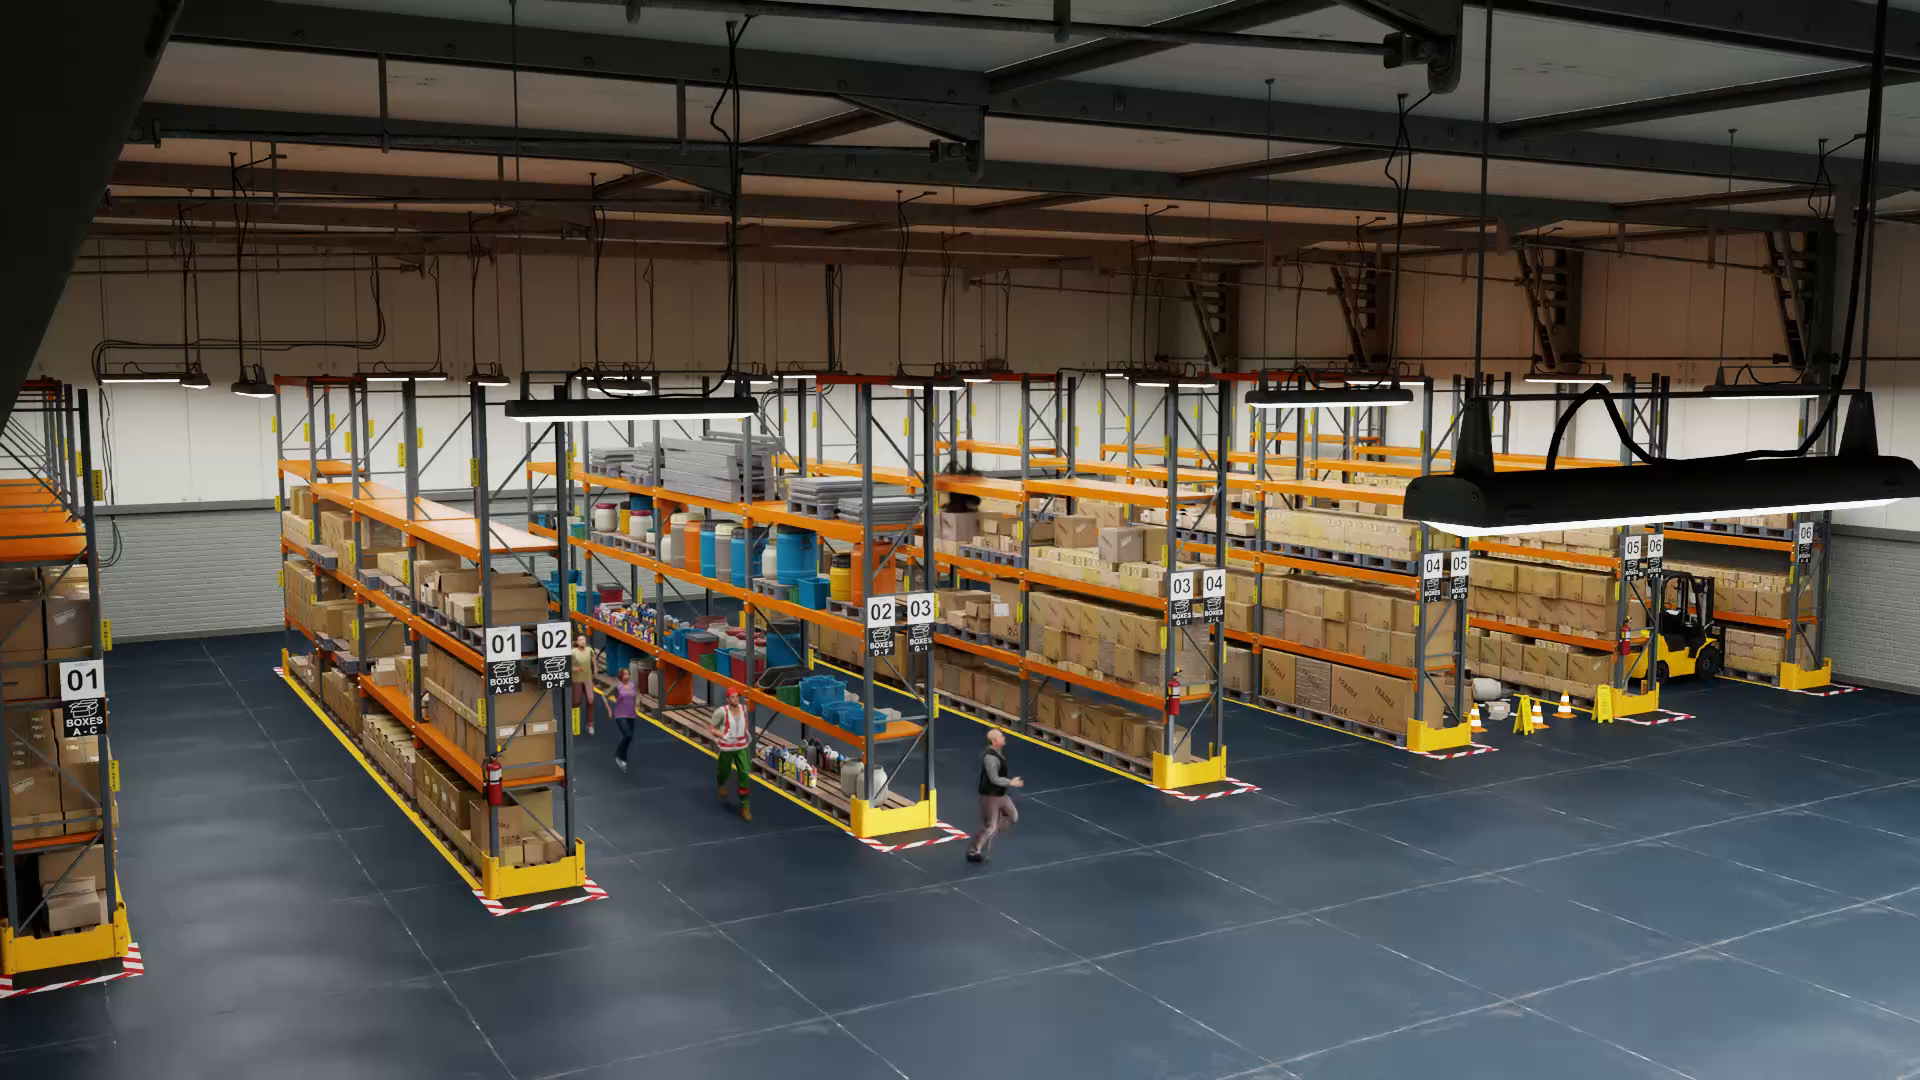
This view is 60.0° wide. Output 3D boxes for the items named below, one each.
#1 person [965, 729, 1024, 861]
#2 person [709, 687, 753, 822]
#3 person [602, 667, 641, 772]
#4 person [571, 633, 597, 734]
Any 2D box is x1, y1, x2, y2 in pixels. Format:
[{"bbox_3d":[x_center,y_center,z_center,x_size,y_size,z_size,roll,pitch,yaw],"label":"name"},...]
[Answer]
[{"bbox_3d":[0.447,3.200,20.969,0.742,1.678,0.686,1,6,9],"label":"person"},{"bbox_3d":[-3.164,2.926,23.076,0.622,1.796,0.998,-3,7,-22],"label":"person"},{"bbox_3d":[-5.142,2.747,25.525,0.664,1.607,0.510,6,9,44],"label":"person"},{"bbox_3d":[-6.424,2.428,28.229,0.594,1.743,0.729,-4,7,-29],"label":"person"}]
